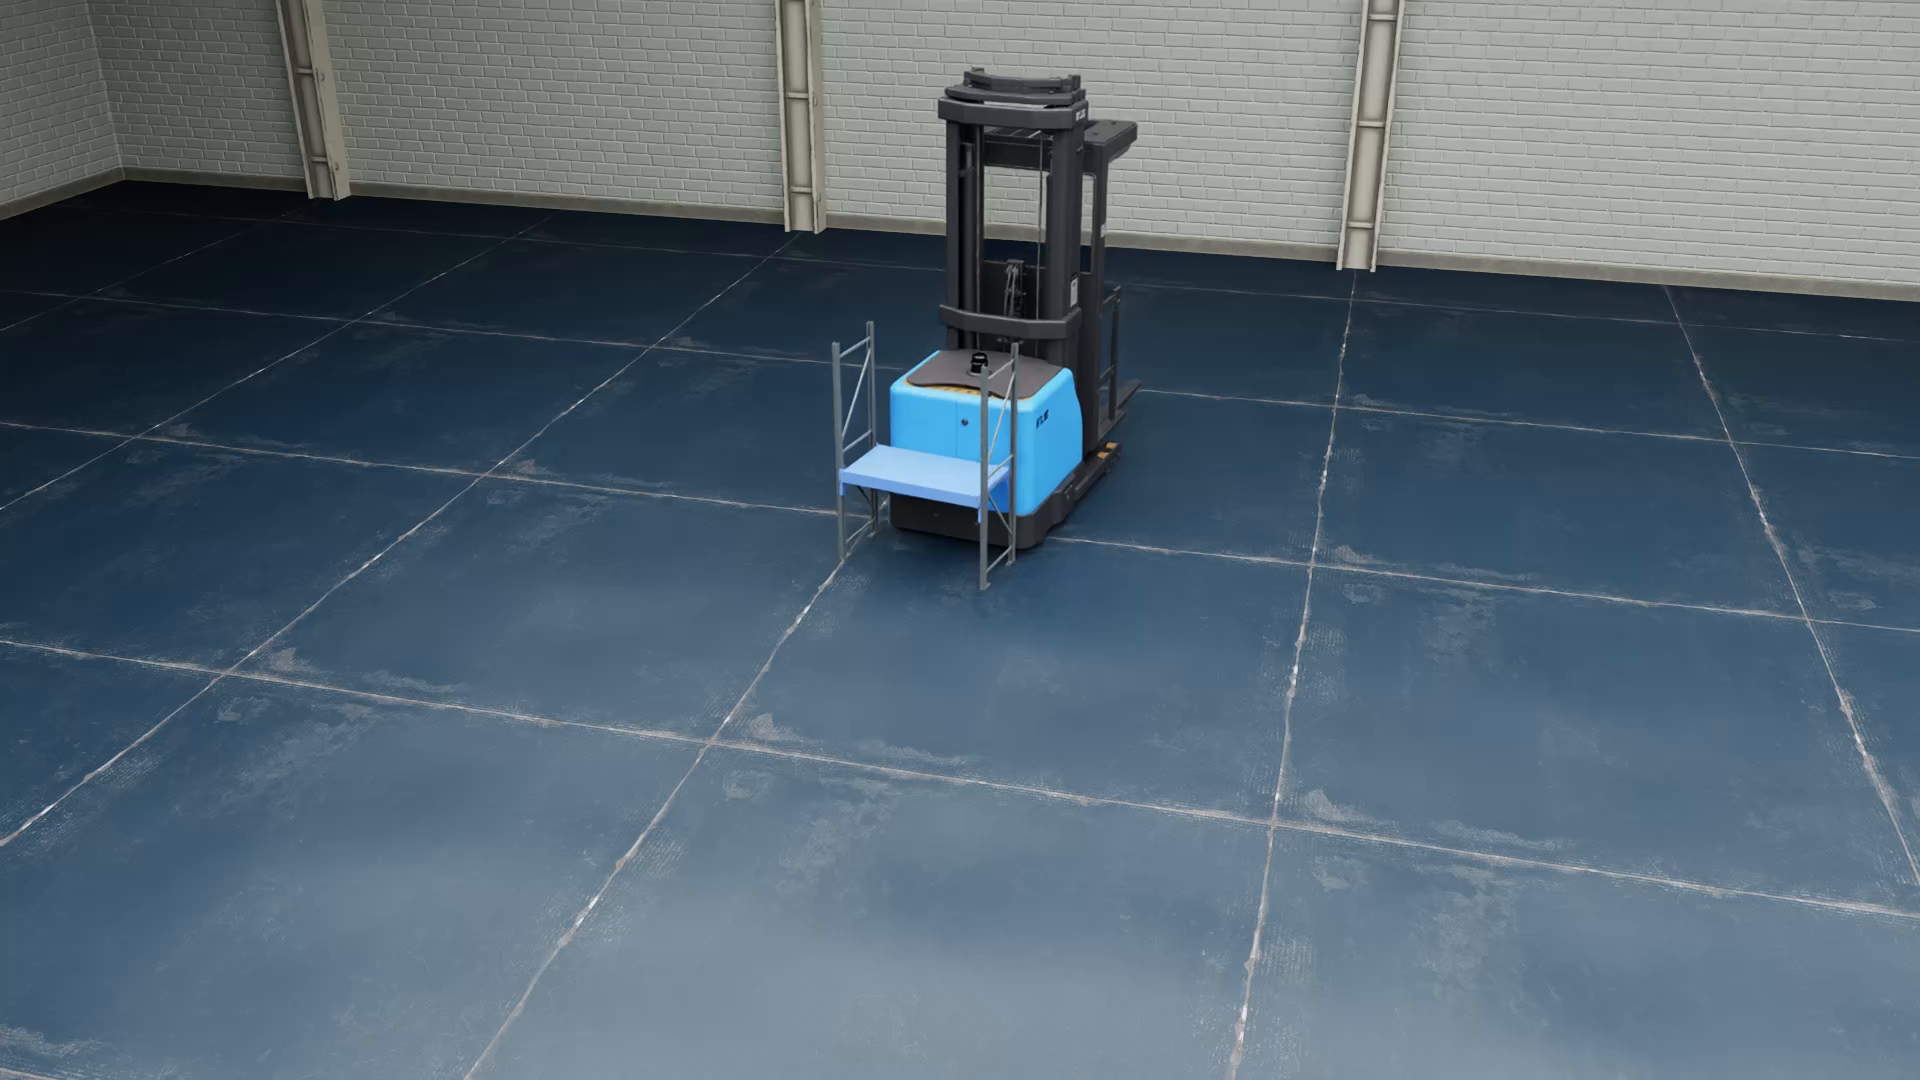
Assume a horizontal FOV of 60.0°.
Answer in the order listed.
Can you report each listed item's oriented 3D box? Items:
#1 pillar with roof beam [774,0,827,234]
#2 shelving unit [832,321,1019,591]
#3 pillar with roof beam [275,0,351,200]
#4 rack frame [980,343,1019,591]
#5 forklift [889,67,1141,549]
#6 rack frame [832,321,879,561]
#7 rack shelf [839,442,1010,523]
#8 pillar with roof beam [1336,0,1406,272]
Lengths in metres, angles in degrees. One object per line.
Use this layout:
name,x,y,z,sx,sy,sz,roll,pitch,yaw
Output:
pillar with roof beam,-2.788,-5.737,12.832,0.400,9.000,9.100,6,26,13
shelving unit,-0.216,-0.543,10.647,1.048,1.500,0.538,11,28,22
pillar with roof beam,-8.599,-6.379,14.181,0.400,9.000,9.100,6,26,13
rack frame,0.245,-0.451,10.452,0.032,1.500,0.500,11,28,22
forklift,0.565,-1.873,11.774,1.130,2.935,3.031,10,27,21
rack frame,-0.676,-0.636,10.841,0.032,1.500,0.500,11,28,22
rack shelf,-0.216,-0.381,10.724,1.000,0.185,0.538,11,28,22
pillar with roof beam,3.022,-5.095,11.483,0.400,9.000,9.100,6,26,13
